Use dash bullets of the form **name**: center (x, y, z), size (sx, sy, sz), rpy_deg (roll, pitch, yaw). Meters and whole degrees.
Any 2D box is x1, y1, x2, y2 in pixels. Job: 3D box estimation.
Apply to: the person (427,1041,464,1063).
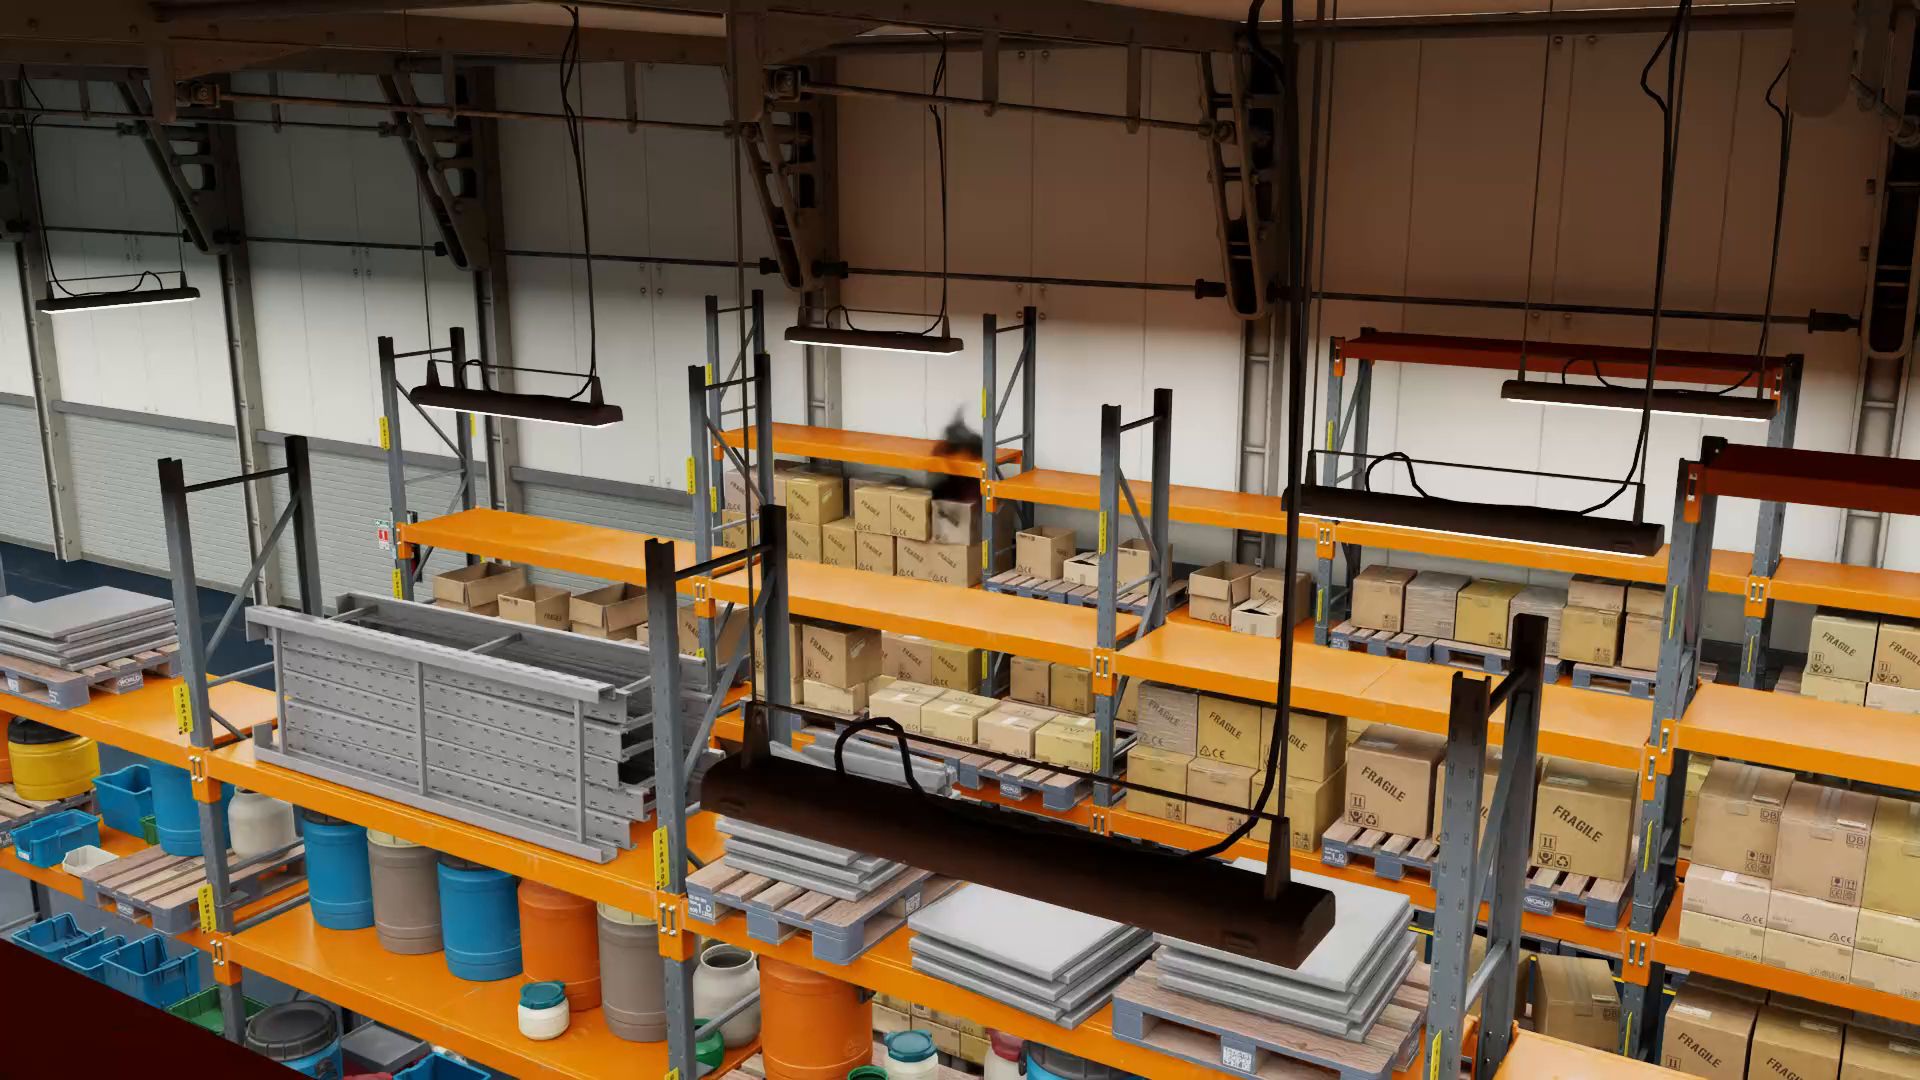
- **person**: center (-4.613, 3.823, 13.920), size (0.999, 1.772, 0.664), rpy_deg (5, 15, 19)
